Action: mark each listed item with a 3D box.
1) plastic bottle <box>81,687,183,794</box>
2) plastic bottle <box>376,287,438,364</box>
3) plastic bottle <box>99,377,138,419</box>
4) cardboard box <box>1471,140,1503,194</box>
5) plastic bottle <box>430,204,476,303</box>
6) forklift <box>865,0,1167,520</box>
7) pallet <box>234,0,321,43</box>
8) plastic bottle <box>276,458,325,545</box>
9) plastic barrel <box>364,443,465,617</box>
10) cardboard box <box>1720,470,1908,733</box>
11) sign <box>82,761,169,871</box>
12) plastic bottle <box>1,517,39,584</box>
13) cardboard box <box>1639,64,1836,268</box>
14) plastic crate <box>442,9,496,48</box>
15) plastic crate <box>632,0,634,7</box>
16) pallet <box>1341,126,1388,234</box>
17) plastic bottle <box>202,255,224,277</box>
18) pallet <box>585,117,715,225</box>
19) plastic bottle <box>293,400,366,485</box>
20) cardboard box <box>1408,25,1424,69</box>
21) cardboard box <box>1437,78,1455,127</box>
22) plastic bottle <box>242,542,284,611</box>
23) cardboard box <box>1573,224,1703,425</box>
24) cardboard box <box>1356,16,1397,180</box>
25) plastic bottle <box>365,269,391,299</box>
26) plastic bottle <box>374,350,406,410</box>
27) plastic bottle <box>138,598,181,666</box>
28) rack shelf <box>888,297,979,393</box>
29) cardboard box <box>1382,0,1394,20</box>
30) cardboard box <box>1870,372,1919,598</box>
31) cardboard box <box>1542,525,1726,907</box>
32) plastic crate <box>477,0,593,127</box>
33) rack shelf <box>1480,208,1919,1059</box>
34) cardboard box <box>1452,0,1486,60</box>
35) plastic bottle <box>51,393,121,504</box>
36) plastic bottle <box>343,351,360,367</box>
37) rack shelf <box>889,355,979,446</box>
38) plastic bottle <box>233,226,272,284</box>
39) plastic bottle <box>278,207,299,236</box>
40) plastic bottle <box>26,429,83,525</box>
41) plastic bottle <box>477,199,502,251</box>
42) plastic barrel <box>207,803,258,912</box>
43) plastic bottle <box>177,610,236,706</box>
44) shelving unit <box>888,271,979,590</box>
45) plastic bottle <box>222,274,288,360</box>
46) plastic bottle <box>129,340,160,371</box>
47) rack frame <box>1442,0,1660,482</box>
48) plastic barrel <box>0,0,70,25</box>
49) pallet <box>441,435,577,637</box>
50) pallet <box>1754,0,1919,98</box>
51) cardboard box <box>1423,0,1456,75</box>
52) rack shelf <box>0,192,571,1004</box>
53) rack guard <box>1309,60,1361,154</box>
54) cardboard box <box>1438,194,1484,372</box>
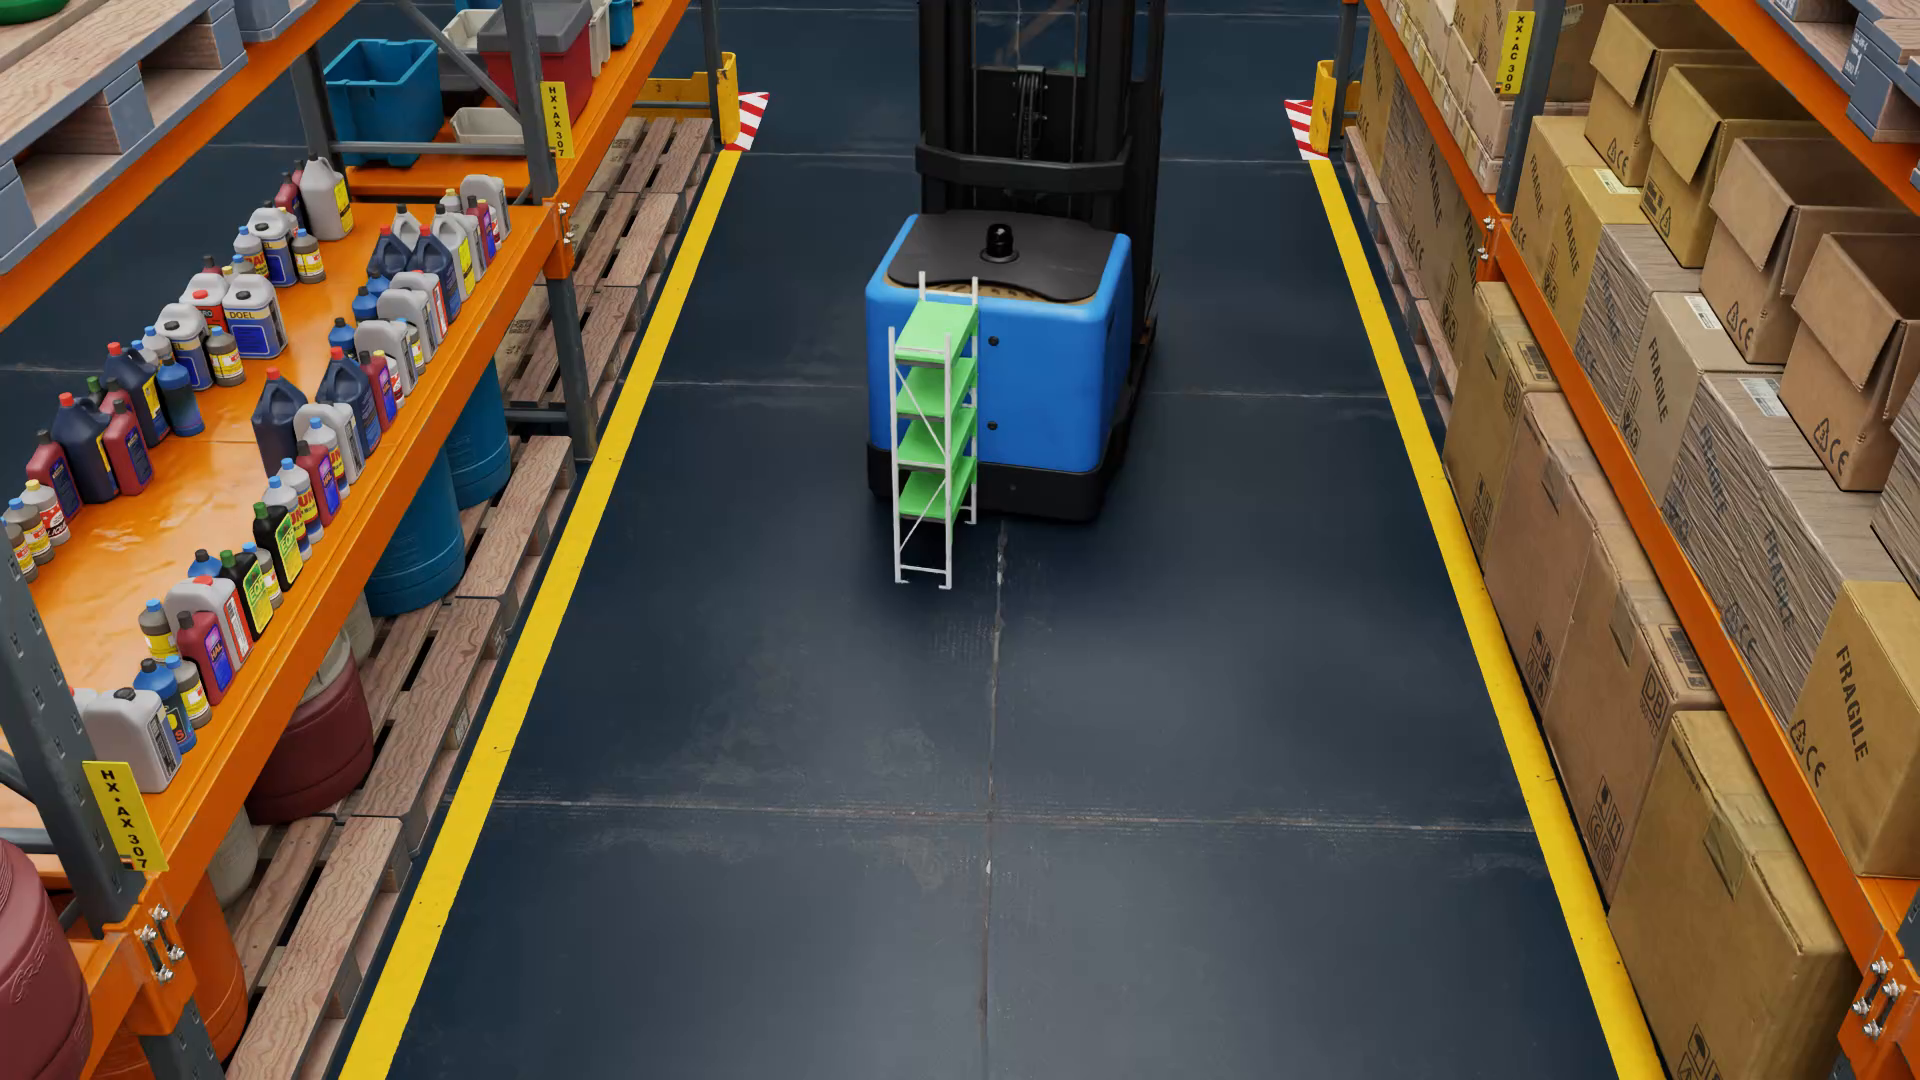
[{"bbox_3d":[-2.032,0.475,4.074,0.152,0.276,0.135,1,35,2],"label":"plastic bottle"},{"bbox_3d":[-1.945,-0.771,5.847,0.152,0.276,0.135,1,35,2],"label":"plastic bottle"},{"bbox_3d":[-2.663,-0.367,5.266,0.061,0.283,0.133,1,35,2],"label":"plastic bottle"},{"bbox_3d":[2.422,-1.599,7.134,0.380,0.149,0.250,2,35,2],"label":"cardboard box"},{"bbox_3d":[-1.921,-1.077,6.217,0.144,0.351,0.185,1,35,2],"label":"plastic bottle"},{"bbox_3d":[0.412,-2.129,7.730,1.130,2.935,3.031,7,36,10],"label":"forklift"},{"bbox_3d":[-2.188,-1.679,4.585,1.003,0.211,1.213,1,35,2],"label":"pallet"},{"bbox_3d":[-1.963,-0.120,4.924,0.097,0.271,0.097,0,35,0],"label":"plastic bottle"},{"bbox_3d":[-2.279,-0.227,6.424,0.600,0.901,0.708,1,35,2],"label":"plastic barrel"},{"bbox_3d":[2.375,0.163,4.322,0.500,0.500,0.500,1,35,1],"label":"cardboard box"},{"bbox_3d":[-1.822,0.607,3.636,0.100,0.325,0.005,1,35,2],"label":"sign"},{"bbox_3d":[-2.730,0.026,4.777,0.097,0.201,0.097,0,35,0],"label":"plastic bottle"},{"bbox_3d":[2.681,-1.209,5.402,0.797,0.503,0.637,2,35,2],"label":"cardboard box"},{"bbox_3d":[-2.442,-2.557,8.457,0.293,0.136,0.466,1,35,2],"label":"plastic crate"},{"bbox_3d":[-1.909,-2.878,8.913,0.298,0.136,0.250,1,35,2],"label":"plastic crate"},{"bbox_3d":[2.944,-2.215,10.218,1.003,0.211,1.213,1,35,2],"label":"pallet"},{"bbox_3d":[-2.688,-0.874,5.987,0.061,0.283,0.133,1,35,2],"label":"plastic bottle"},{"bbox_3d":[-2.123,-2.317,10.364,1.003,0.211,1.213,1,35,2],"label":"pallet"},{"bbox_3d":[-1.976,-0.322,5.207,0.152,0.276,0.135,1,35,2],"label":"plastic bottle"},{"bbox_3d":[2.485,-2.483,8.393,0.380,0.149,0.250,2,35,3],"label":"cardboard box"},{"bbox_3d":[2.453,-2.042,7.765,0.380,0.149,0.250,2,35,3],"label":"cardboard box"},{"bbox_3d":[-1.976,0.097,4.676,0.097,0.201,0.097,0,35,0],"label":"plastic bottle"},{"bbox_3d":[2.429,-0.725,5.585,0.500,0.500,0.500,1,35,1],"label":"cardboard box"},{"bbox_3d":[2.952,-2.750,10.036,0.875,0.875,0.875,1,35,2],"label":"cardboard box"},{"bbox_3d":[-2.065,-0.839,5.947,0.097,0.271,0.097,0,35,0],"label":"plastic bottle"},{"bbox_3d":[-1.931,-0.540,5.583,0.097,0.201,0.097,0,35,0],"label":"plastic bottle"},{"bbox_3d":[-2.139,0.247,4.462,0.097,0.201,0.097,0,35,0],"label":"plastic bottle"},{"bbox_3d":[-0.100,-0.778,6.590,0.258,0.148,0.480,7,36,10],"label":"rack shelf"},{"bbox_3d":[2.515,-2.927,9.025,0.380,0.149,0.250,1,35,1],"label":"cardboard box"},{"bbox_3d":[2.622,-0.092,3.812,0.797,0.503,0.637,2,35,3],"label":"cardboard box"},{"bbox_3d":[2.669,0.569,5.314,1.225,0.875,0.875,1,35,2],"label":"cardboard box"},{"bbox_3d":[-1.925,-2.191,7.651,0.402,0.464,0.583,1,35,2],"label":"plastic crate"},{"bbox_3d":[2.657,-0.075,5.374,1.077,0.370,4.000,1,35,2],"label":"rack shelf"},{"bbox_3d":[2.513,-2.444,7.338,0.500,0.500,0.500,2,35,2],"label":"cardboard box"},{"bbox_3d":[-2.688,-0.304,5.117,0.144,0.351,0.185,1,35,2],"label":"plastic bottle"},{"bbox_3d":[-1.997,-0.494,5.456,0.097,0.271,0.097,0,35,0],"label":"plastic bottle"},{"bbox_3d":[-0.100,-0.582,6.728,0.258,0.148,0.480,7,36,10],"label":"rack shelf"},{"bbox_3d":[-2.657,-1.047,6.243,0.097,0.271,0.097,0,35,0],"label":"plastic bottle"},{"bbox_3d":[-2.644,-1.208,6.532,0.097,0.201,0.097,0,35,0],"label":"plastic bottle"},{"bbox_3d":[-2.736,-0.186,5.007,0.061,0.283,0.133,1,35,2],"label":"plastic bottle"},{"bbox_3d":[-1.882,-1.251,6.593,0.097,0.201,0.097,0,35,0],"label":"plastic bottle"},{"bbox_3d":[-2.436,0.903,5.155,0.421,0.512,0.421,0,35,0],"label":"plastic barrel"},{"bbox_3d":[-1.973,0.284,4.339,0.061,0.283,0.133,1,35,2],"label":"plastic bottle"},{"bbox_3d":[-0.100,-0.438,6.829,0.258,1.200,0.503,7,36,10],"label":"shelving unit"},{"bbox_3d":[-2.496,-0.790,5.873,0.152,0.276,0.135,1,35,2],"label":"plastic bottle"},{"bbox_3d":[-2.693,-0.536,5.516,0.097,0.271,0.097,0,35,0],"label":"plastic bottle"},{"bbox_3d":[2.737,-1.519,6.802,1.000,3.000,0.127,1,35,2],"label":"rack frame"},{"bbox_3d":[-2.100,-1.274,3.615,0.294,0.245,0.294,0,35,0],"label":"plastic barrel"},{"bbox_3d":[-2.284,-0.050,7.137,1.003,0.211,1.213,1,35,2],"label":"pallet"},{"bbox_3d":[2.592,-1.384,4.166,1.003,0.211,1.213,3,35,4],"label":"pallet"},{"bbox_3d":[2.532,-2.429,7.970,0.500,0.250,0.500,2,35,3],"label":"cardboard box"},{"bbox_3d":[-2.292,-0.190,5.537,1.077,0.370,4.000,1,35,2],"label":"rack shelf"},{"bbox_3d":[2.899,-2.808,10.810,1.175,0.500,0.348,1,35,2],"label":"rack guard"},{"bbox_3d":[2.844,-1.198,7.829,0.875,0.875,0.875,1,35,2],"label":"cardboard box"}]
